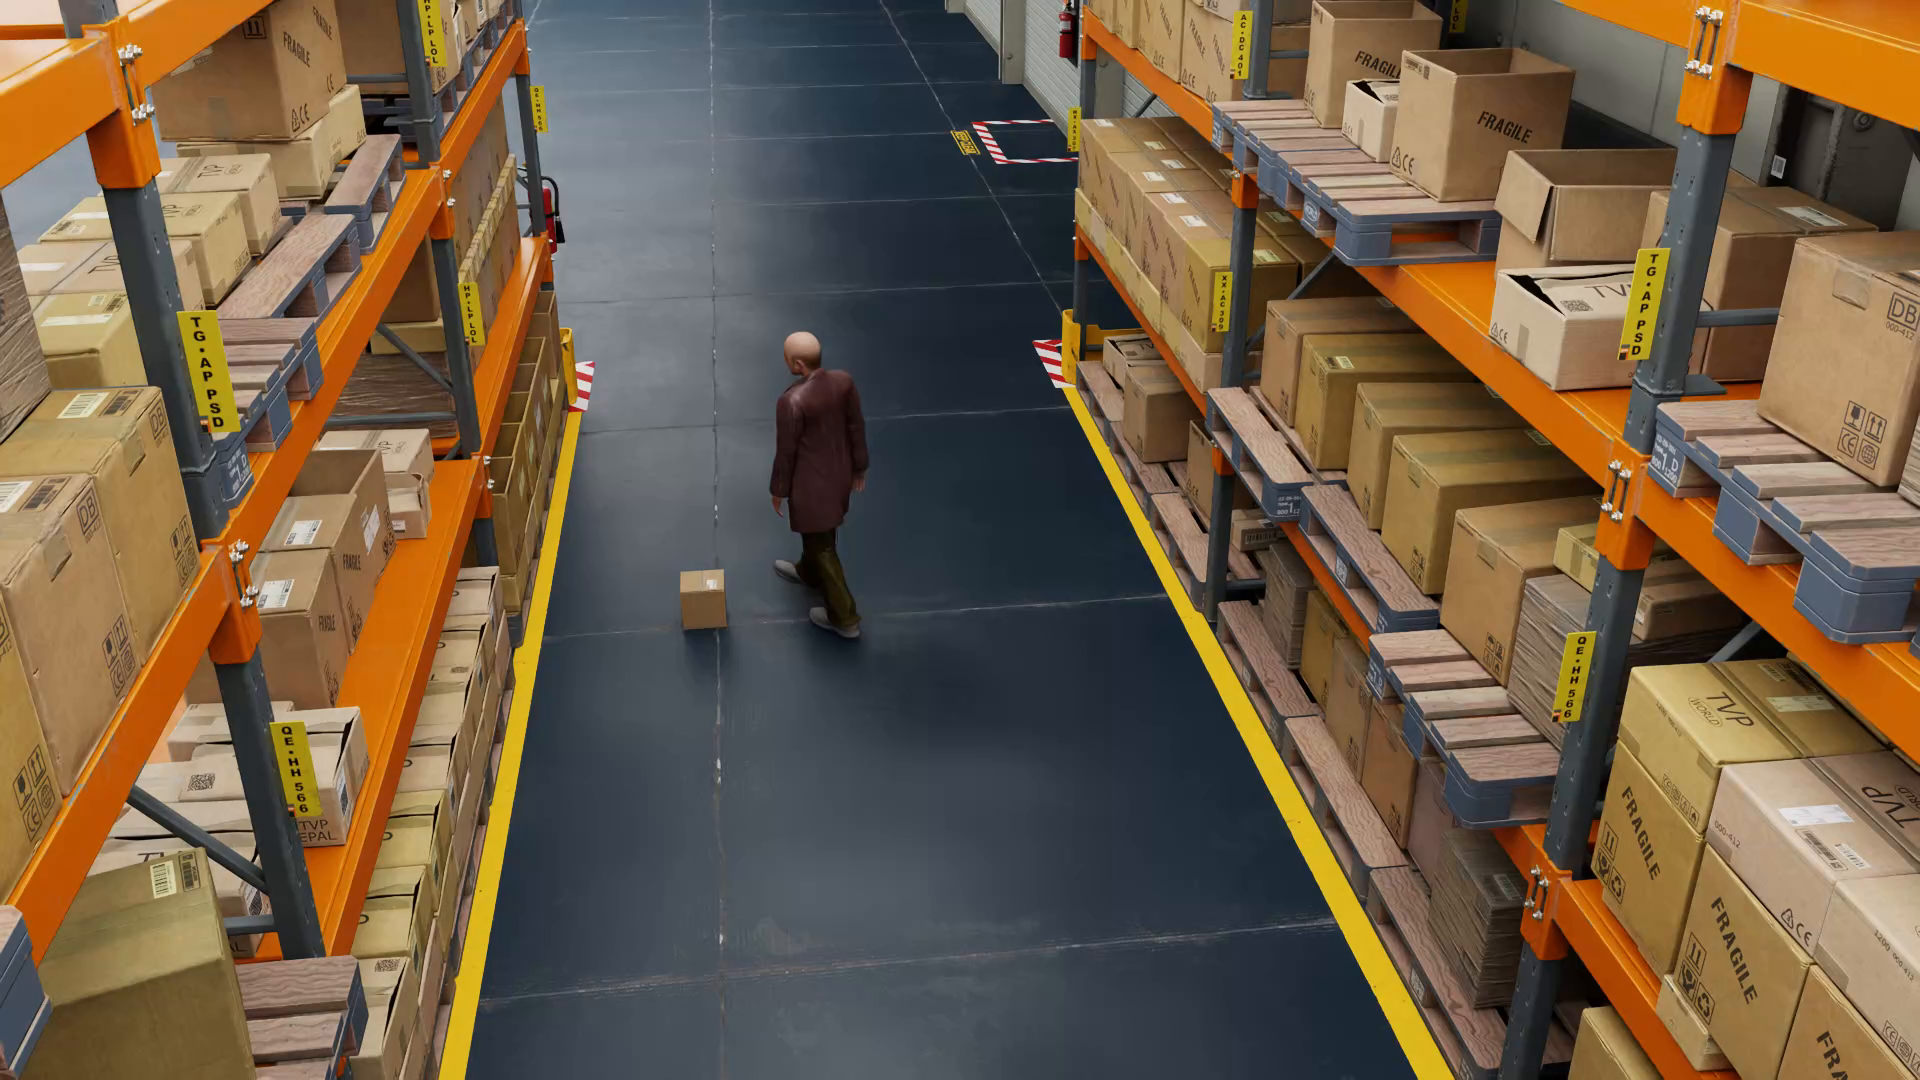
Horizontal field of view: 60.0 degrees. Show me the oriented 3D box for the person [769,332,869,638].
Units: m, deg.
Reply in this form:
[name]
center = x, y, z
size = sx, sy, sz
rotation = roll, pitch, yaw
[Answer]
[person]
center = -0.869, -0.369, 9.329
size = 0.854, 1.749, 0.615
rotation = 20, 33, 34
